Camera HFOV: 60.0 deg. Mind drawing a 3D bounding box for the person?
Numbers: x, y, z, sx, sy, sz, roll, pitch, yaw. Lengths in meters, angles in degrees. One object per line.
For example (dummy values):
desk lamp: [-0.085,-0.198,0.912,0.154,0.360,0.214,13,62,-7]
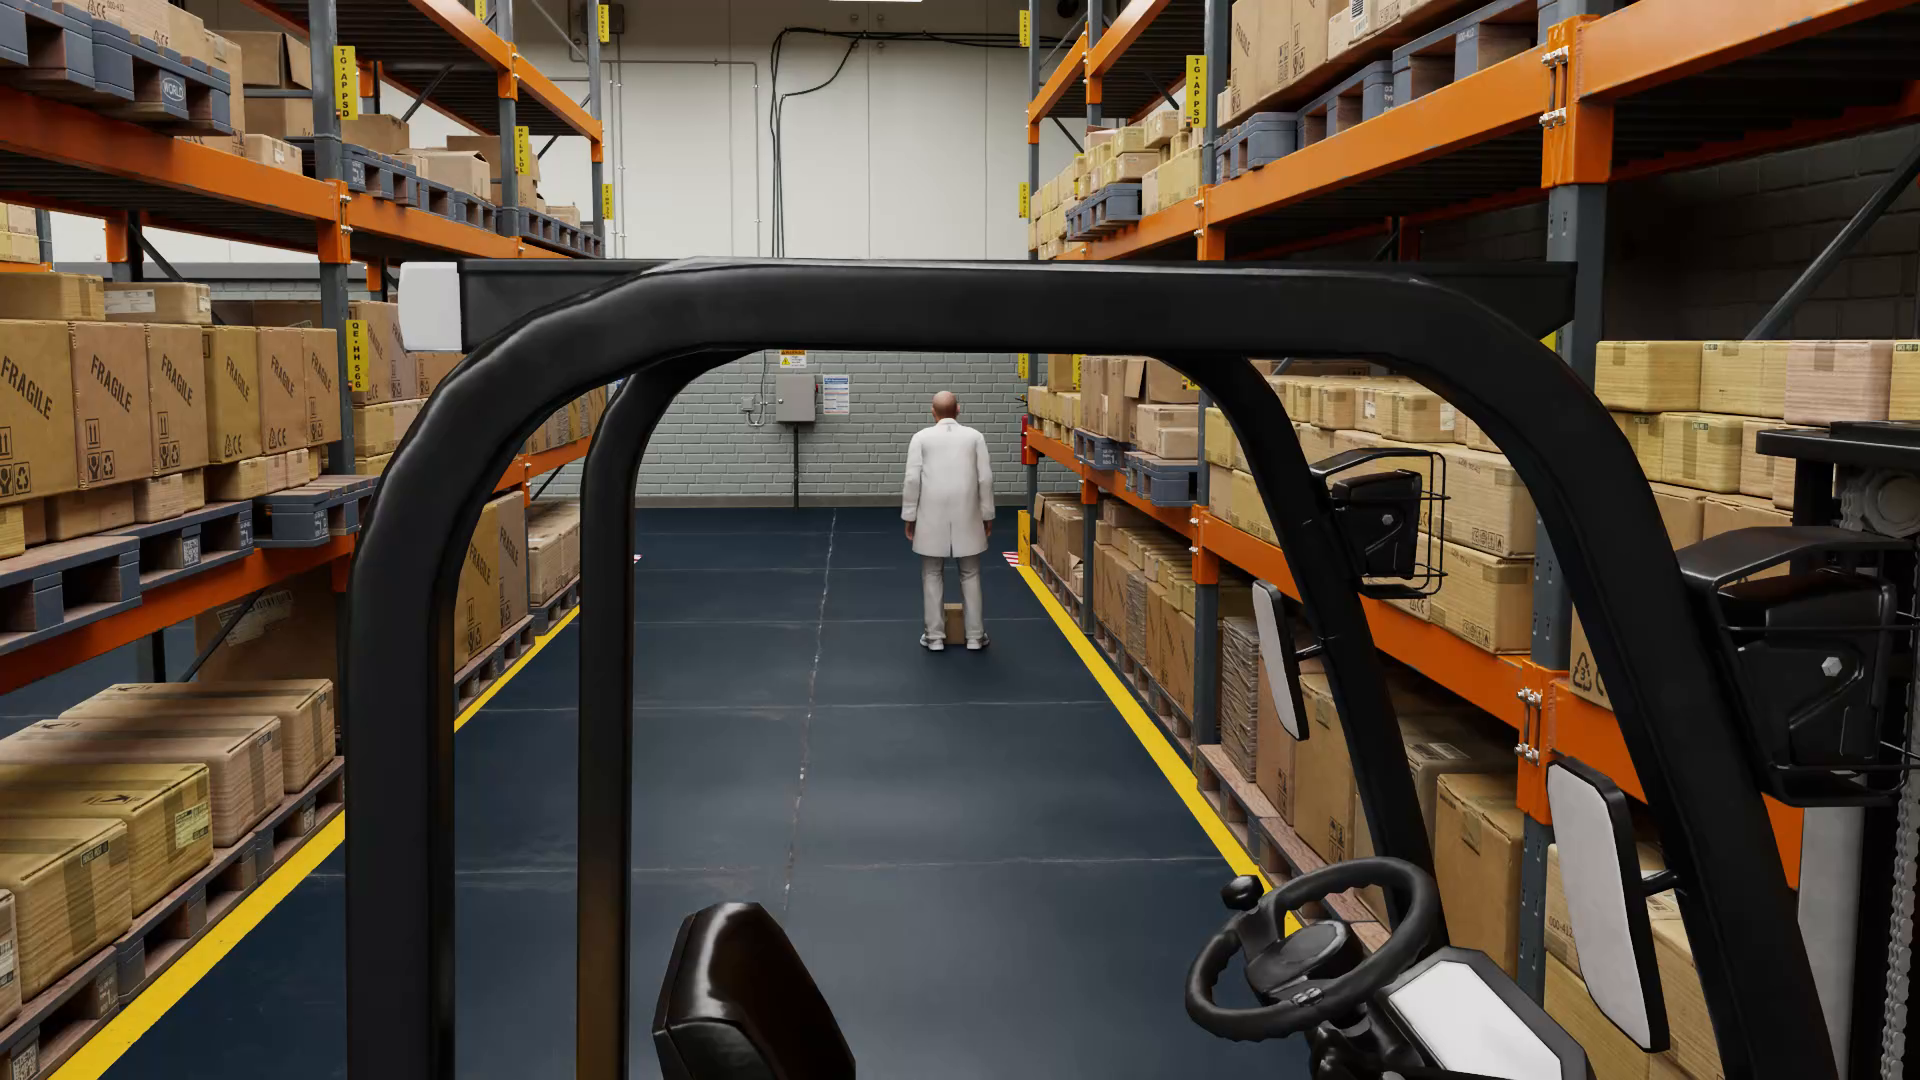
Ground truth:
person: [-0.069,-0.136,11.453,0.643,1.774,0.423,0,7,-3]
